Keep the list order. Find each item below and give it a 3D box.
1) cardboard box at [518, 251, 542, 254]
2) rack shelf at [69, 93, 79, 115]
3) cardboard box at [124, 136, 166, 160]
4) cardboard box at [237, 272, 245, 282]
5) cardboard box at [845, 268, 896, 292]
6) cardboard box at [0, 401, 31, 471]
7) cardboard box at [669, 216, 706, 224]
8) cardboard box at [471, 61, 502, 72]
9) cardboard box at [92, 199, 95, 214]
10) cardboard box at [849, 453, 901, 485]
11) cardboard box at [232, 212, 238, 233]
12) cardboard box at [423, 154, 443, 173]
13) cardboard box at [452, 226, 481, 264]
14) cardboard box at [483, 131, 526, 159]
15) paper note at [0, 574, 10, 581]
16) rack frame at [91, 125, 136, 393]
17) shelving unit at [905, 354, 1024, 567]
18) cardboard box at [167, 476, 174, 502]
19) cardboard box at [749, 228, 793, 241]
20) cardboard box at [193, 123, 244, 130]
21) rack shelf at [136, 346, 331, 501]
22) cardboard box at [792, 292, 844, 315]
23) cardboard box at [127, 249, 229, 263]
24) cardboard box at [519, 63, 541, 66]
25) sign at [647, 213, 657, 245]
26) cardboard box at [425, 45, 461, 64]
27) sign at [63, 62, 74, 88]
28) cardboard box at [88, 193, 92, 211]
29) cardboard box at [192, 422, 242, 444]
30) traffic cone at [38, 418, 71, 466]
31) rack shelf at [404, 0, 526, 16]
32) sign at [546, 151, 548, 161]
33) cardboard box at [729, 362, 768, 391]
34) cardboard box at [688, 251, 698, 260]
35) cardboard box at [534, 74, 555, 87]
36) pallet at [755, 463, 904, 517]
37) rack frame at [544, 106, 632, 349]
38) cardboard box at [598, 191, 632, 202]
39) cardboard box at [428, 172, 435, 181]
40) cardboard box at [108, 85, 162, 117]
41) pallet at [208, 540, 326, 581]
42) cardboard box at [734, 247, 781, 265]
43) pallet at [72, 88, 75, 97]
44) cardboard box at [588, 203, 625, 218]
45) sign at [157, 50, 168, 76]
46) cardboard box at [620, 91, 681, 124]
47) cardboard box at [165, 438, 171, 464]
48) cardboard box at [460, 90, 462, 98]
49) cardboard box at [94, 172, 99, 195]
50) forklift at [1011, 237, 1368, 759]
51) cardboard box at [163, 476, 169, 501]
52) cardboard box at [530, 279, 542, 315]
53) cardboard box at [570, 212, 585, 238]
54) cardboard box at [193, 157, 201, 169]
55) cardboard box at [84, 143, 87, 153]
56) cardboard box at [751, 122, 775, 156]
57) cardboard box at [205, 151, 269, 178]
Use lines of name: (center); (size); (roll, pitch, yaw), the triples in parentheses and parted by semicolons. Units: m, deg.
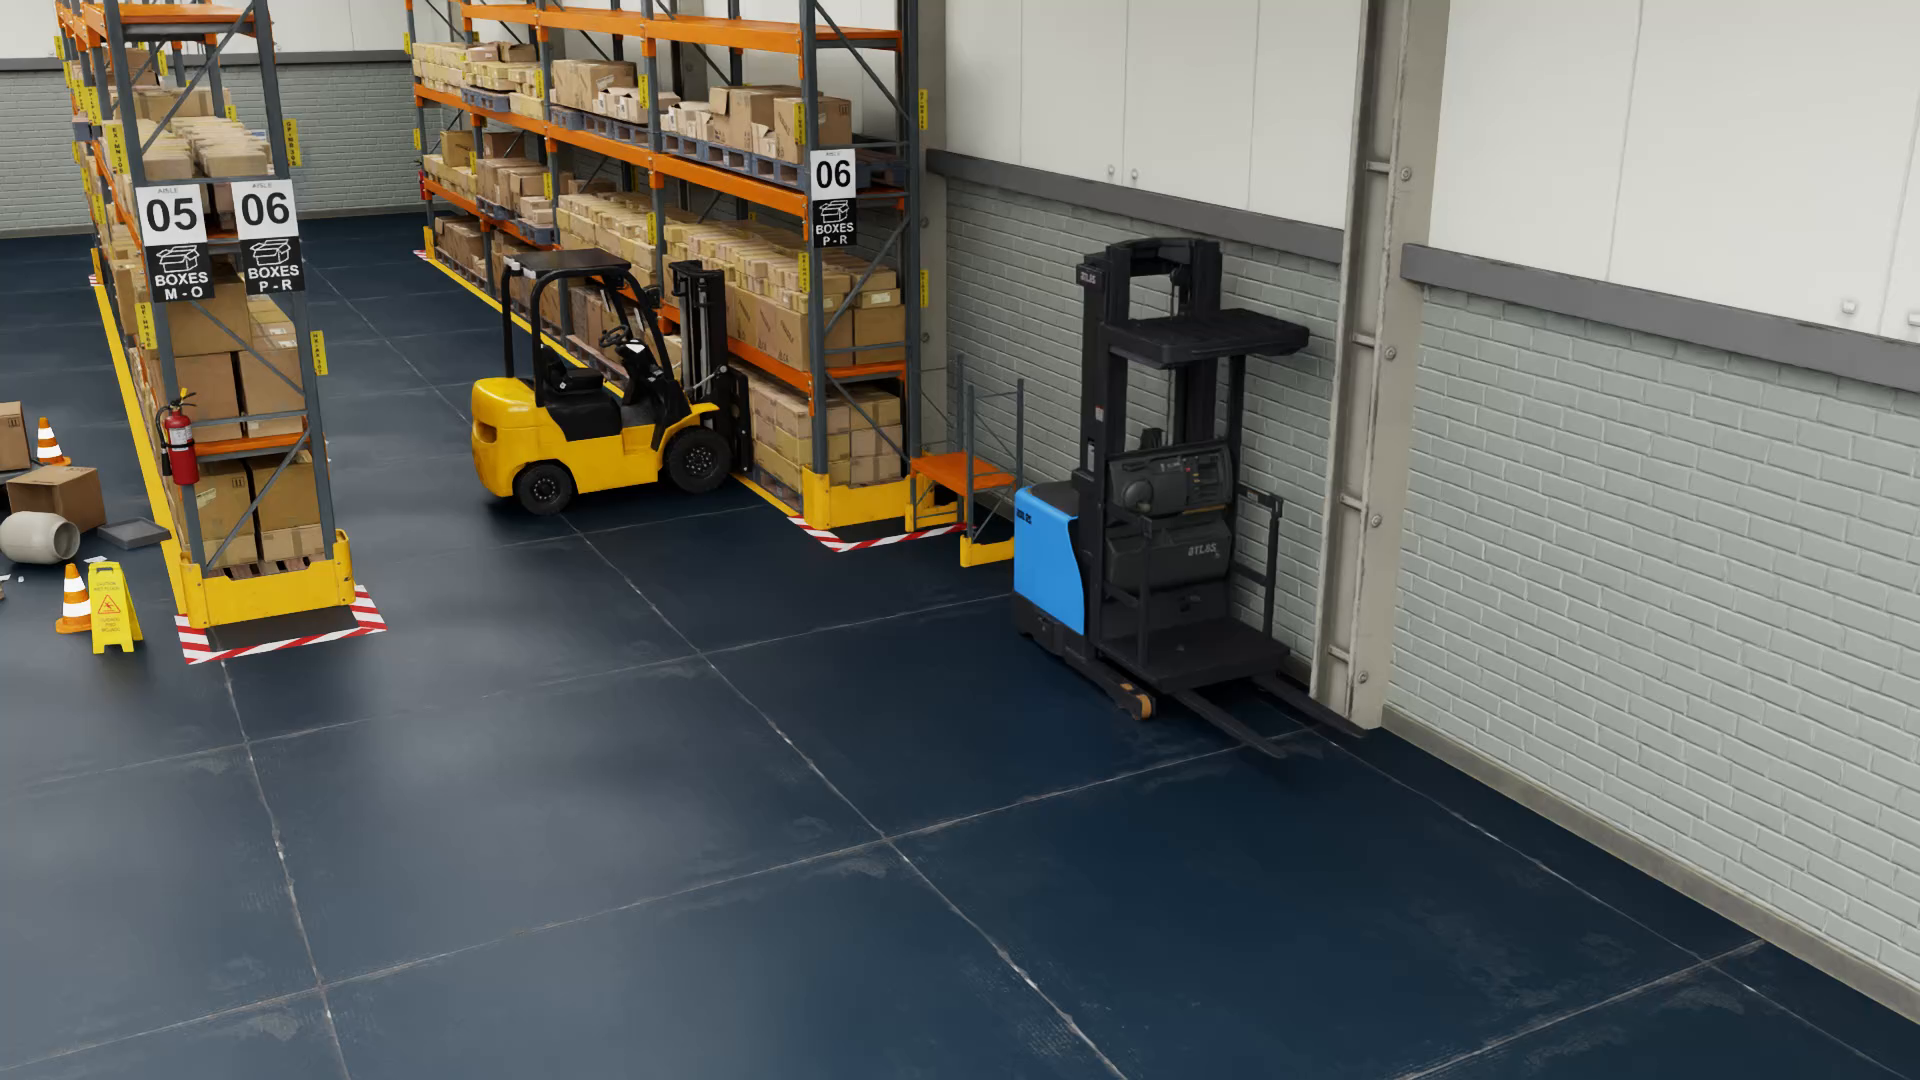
cardboard box: (-5.897, -3.903, 23.038); (0.380, 0.149, 0.250); (-9, 21, -25)
rack shelf: (-11.825, -5.971, 23.342); (1.077, 0.370, 4.000); (-10, 21, -27)
cardboard box: (-6.355, -3.037, 12.898); (0.380, 0.149, 0.250); (-9, 21, -25)
cardboard box: (-6.646, -2.121, 15.071); (0.500, 0.500, 0.500); (-11, 22, -28)
cardboard box: (-0.781, -2.268, 14.503); (0.380, 0.149, 0.250); (-10, 22, -28)
cardboard box: (-8.628, -0.915, 14.855); (0.500, 0.500, 0.500); (-10, 21, -27)
cardboard box: (-3.026, -3.508, 18.550); (0.380, 0.149, 0.250); (-10, 22, -27)
cardboard box: (-6.563, -6.555, 23.064); (0.380, 0.149, 0.250); (-10, 21, -26)
cardboard box: (-10.914, -4.315, 21.500); (0.500, 0.250, 0.500); (-11, 22, -28)
cardboard box: (-0.871, -0.714, 15.174); (0.500, 0.250, 0.500); (-10, 21, -26)
cardboard box: (-5.048, -2.319, 12.040); (0.380, 0.149, 0.250); (-10, 21, -27)
cardboard box: (-8.429, -6.135, 27.086); (0.500, 0.250, 0.500); (-10, 21, -26)
cardboard box: (-7.666, -4.645, 26.183); (0.500, 0.500, 0.500); (-10, 21, -26)
cardboard box: (-6.981, -5.982, 25.493); (0.500, 0.500, 0.500); (-11, 22, -28)
paper note: (-7.649, 0.305, 13.220); (0.148, 0.019, 0.142); (-3, 19, -8)
rack frame: (-8.975, -3.171, 18.722); (1.000, 3.000, 0.127); (-10, 21, -27)
shelving unit: (0.036, -0.687, 13.823); (0.587, 1.500, 1.083); (-10, 21, -27)
cardboard box: (-6.271, -0.612, 13.729); (0.500, 0.500, 0.500); (-11, 22, -28)
cardboard box: (-1.898, -3.028, 16.703); (0.380, 0.149, 0.250); (-10, 22, -28)
cardboard box: (-6.259, -3.436, 14.055); (0.380, 0.149, 0.250); (-9, 21, -25)
rack shelf: (-6.126, -1.108, 13.848); (1.077, 0.370, 4.000); (-10, 21, -27)
cardboard box: (-1.221, -2.054, 14.338); (0.380, 0.149, 0.250); (-10, 21, -26)
cardboard box: (-6.292, -2.089, 13.446); (0.700, 0.500, 0.500); (-10, 21, -27)
cardboard box: (-5.777, -6.410, 22.643); (0.380, 0.149, 0.250); (-11, 22, -28)
sign: (-3.182, -3.216, 17.198); (0.100, 0.325, 0.005); (-10, 21, -27)
cardboard box: (-7.943, -7.504, 25.689); (0.500, 0.250, 0.500); (-10, 22, -27)
sign: (-11.363, -5.933, 21.213); (0.100, 0.325, 0.005); (-10, 21, -27)
cardboard box: (-12.309, -5.043, 23.993); (0.500, 0.500, 0.500); (-10, 21, -27)
cardboard box: (-5.542, -0.830, 12.323); (0.380, 0.149, 0.250); (-9, 21, -25)
traffic cone: (-8.897, -0.962, 16.211); (0.336, 0.463, 0.334); (-10, 21, -27)
rack shelf: (-7.458, -8.157, 25.084); (1.077, 0.370, 4.000); (-10, 21, -27)
sign: (-6.022, -5.723, 24.344); (0.100, 0.325, 0.005); (-10, 21, -27)
cardboard box: (-2.033, -1.535, 16.020); (0.500, 0.250, 0.500); (-10, 22, -28)
cardboard box: (-2.465, -2.787, 16.463); (0.380, 0.149, 0.250); (-9, 21, -25)
cardboard box: (-5.033, -5.670, 20.528); (0.380, 0.149, 0.250); (-9, 21, -25)
pallet: (-1.210, -0.539, 15.370); (1.003, 0.211, 1.213); (-10, 21, -27)
rack frame: (-4.609, -3.941, 20.953); (1.000, 3.000, 0.127); (-10, 21, -27)
cardboard box: (-4.276, -4.233, 20.651); (0.380, 0.149, 0.250); (-9, 21, -25)
cardboard box: (-8.493, -5.982, 27.253); (0.380, 0.149, 0.250); (-10, 21, -27)
cardboard box: (-7.967, -4.241, 16.043); (0.500, 0.250, 0.500); (-10, 21, -26)
pallet: (-5.567, 0.183, 13.276); (1.003, 0.211, 1.213); (-10, 21, -27)
cardboard box: (-1.899, -2.648, 15.604); (0.380, 0.149, 0.250); (-10, 21, -26)
pallet: (-12.413, -6.632, 24.290); (1.003, 0.211, 1.213); (-10, 21, -27)
cardboard box: (-4.163, -3.871, 19.603); (0.380, 0.149, 0.250); (-10, 21, -26)
sign: (-10.402, -6.217, 21.676); (0.100, 0.325, 0.005); (-10, 21, -27)
cardboard box: (-3.268, -4.584, 17.559); (0.500, 0.311, 0.500); (-11, 22, -28)
cardboard box: (-6.020, -0.719, 13.043); (0.380, 0.149, 0.250); (-9, 21, -25)
cardboard box: (-7.053, -6.516, 24.204); (0.380, 0.149, 0.250); (-10, 21, -27)
cardboard box: (-9.932, -4.088, 19.695); (0.500, 0.500, 0.500); (-10, 21, -27)
forklift: (1.488, -0.386, 10.758); (1.130, 2.935, 3.031); (-9, 21, -25)
cardboard box: (-6.770, -0.559, 14.723); (0.500, 0.250, 0.500); (-9, 21, -24)
cardboard box: (-5.478, -3.341, 22.403); (0.500, 0.500, 0.500); (-9, 21, -24)
cardboard box: (-4.376, -3.797, 20.000); (0.500, 0.250, 0.500); (-9, 21, -25)
cardboard box: (-5.679, -2.838, 12.933); (0.500, 0.250, 0.500); (-9, 21, -25)
cardboard box: (-11.301, -5.185, 21.878); (0.380, 0.149, 0.250); (-10, 22, -28)
cardboard box: (-1.591, -3.508, 14.510); (0.396, 0.266, 0.258); (-10, 21, -27)
cardboard box: (-5.166, -2.684, 11.875); (0.380, 0.149, 0.250); (-10, 21, -27)
